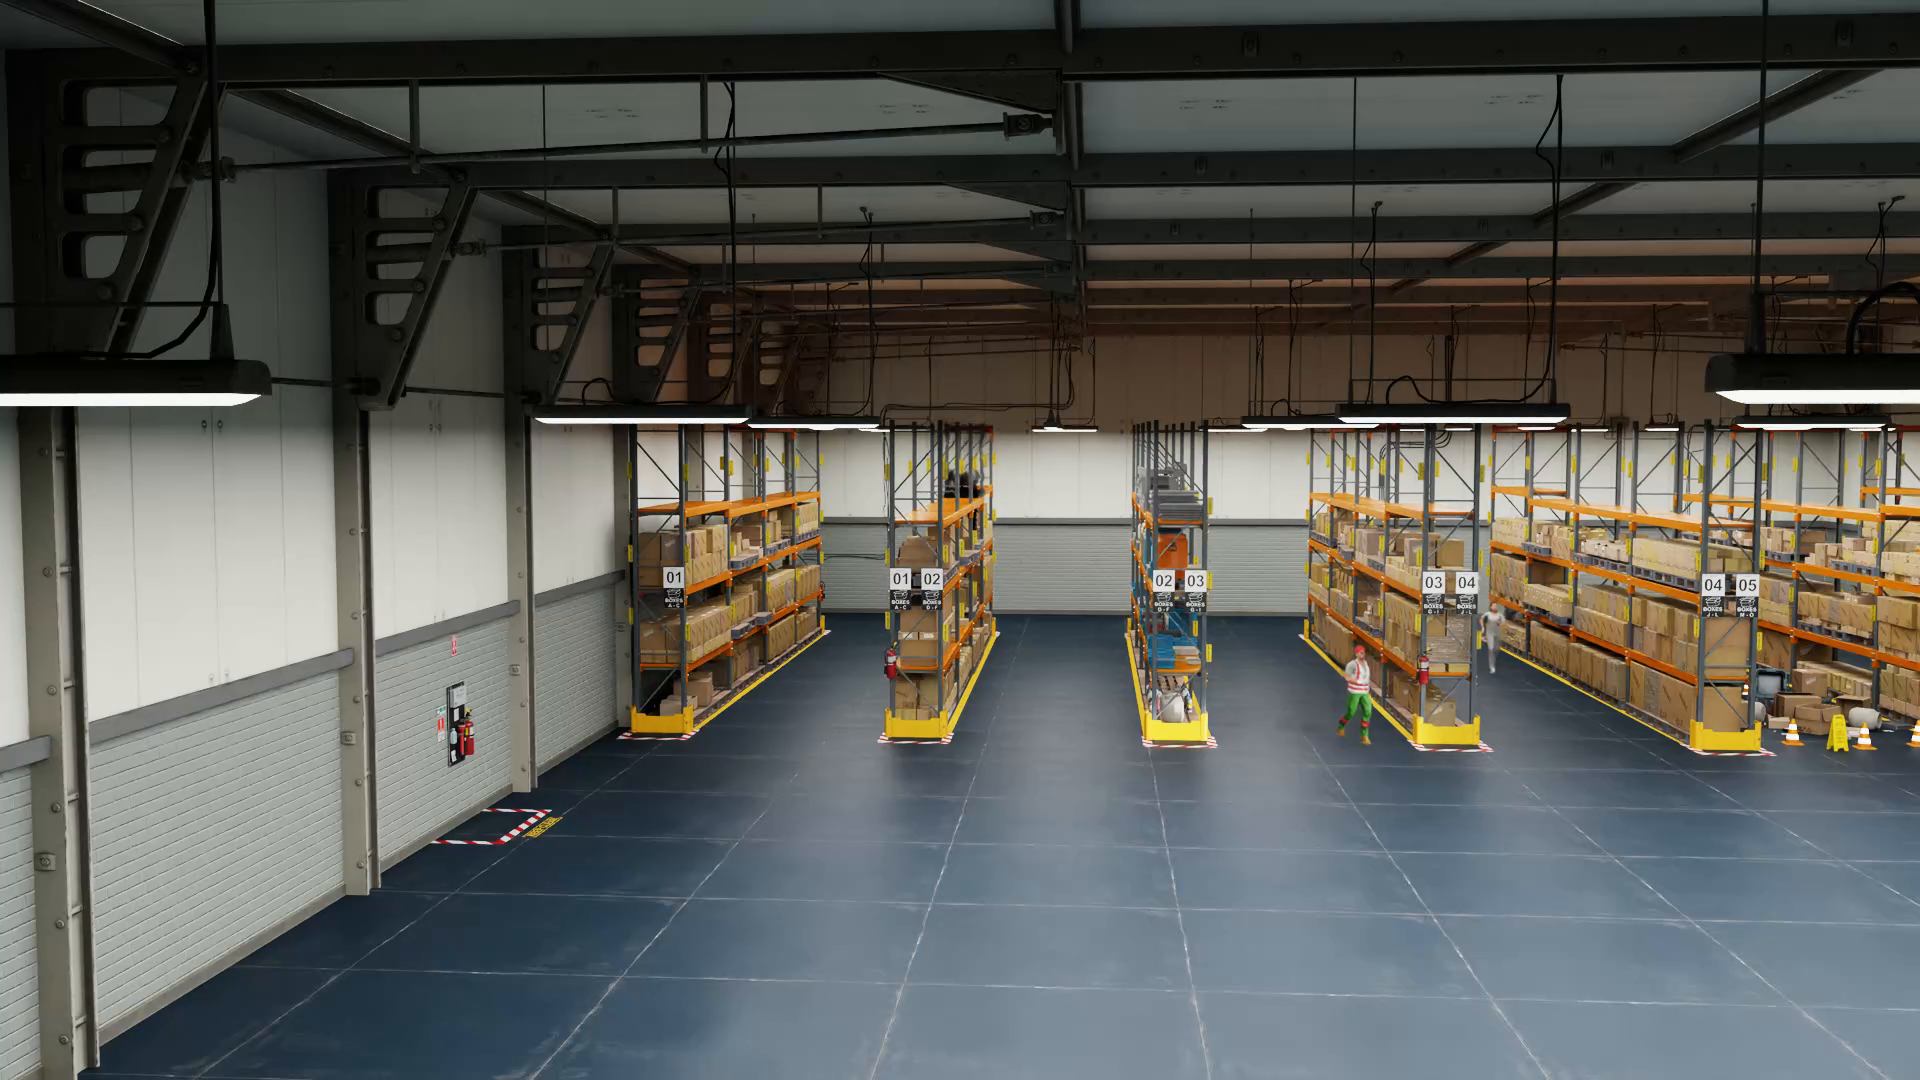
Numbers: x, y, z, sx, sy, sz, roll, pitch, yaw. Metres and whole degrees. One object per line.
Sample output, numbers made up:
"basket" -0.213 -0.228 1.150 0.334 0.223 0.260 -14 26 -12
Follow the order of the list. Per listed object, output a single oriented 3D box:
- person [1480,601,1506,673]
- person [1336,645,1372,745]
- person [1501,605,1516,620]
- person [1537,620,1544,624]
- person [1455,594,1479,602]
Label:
"person" 12.880 2.317 40.164 0.547 1.681 0.908 0 4 5
"person" 7.394 2.873 31.007 0.660 1.837 0.865 -2 4 -27
"person" 15.756 1.961 47.631 0.643 1.485 0.887 -2 4 -25
"person" 16.479 1.912 46.684 0.773 1.789 0.725 -1 4 -19
"person" 14.372 1.863 47.293 0.889 1.728 0.714 -2 4 -31
